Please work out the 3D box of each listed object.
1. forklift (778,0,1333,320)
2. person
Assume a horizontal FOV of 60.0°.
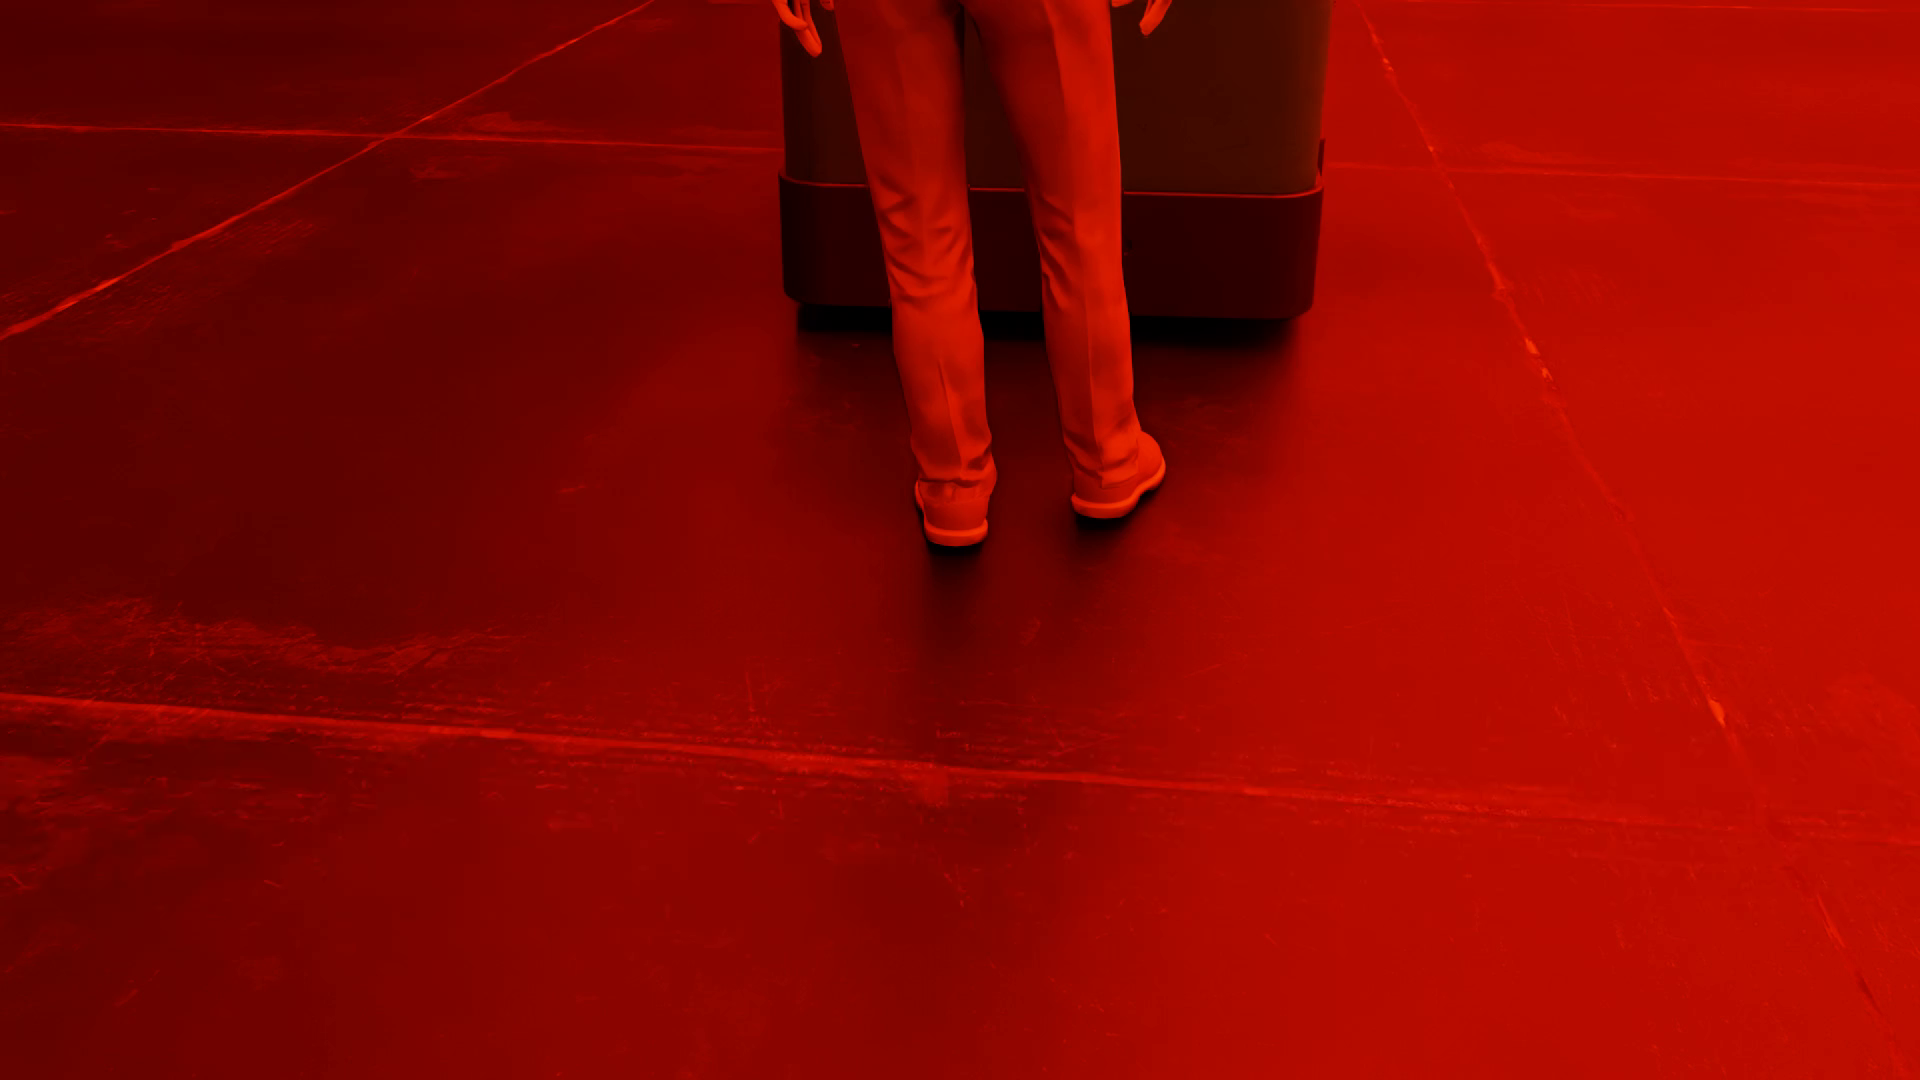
[{"bbox_3d":[0.312,-2.359,3.946,1.130,2.935,3.031,3,27,5],"label":"forklift"},{"bbox_3d":[0.015,-0.794,2.179,0.587,1.695,0.531,3,27,7],"label":"person"}]
